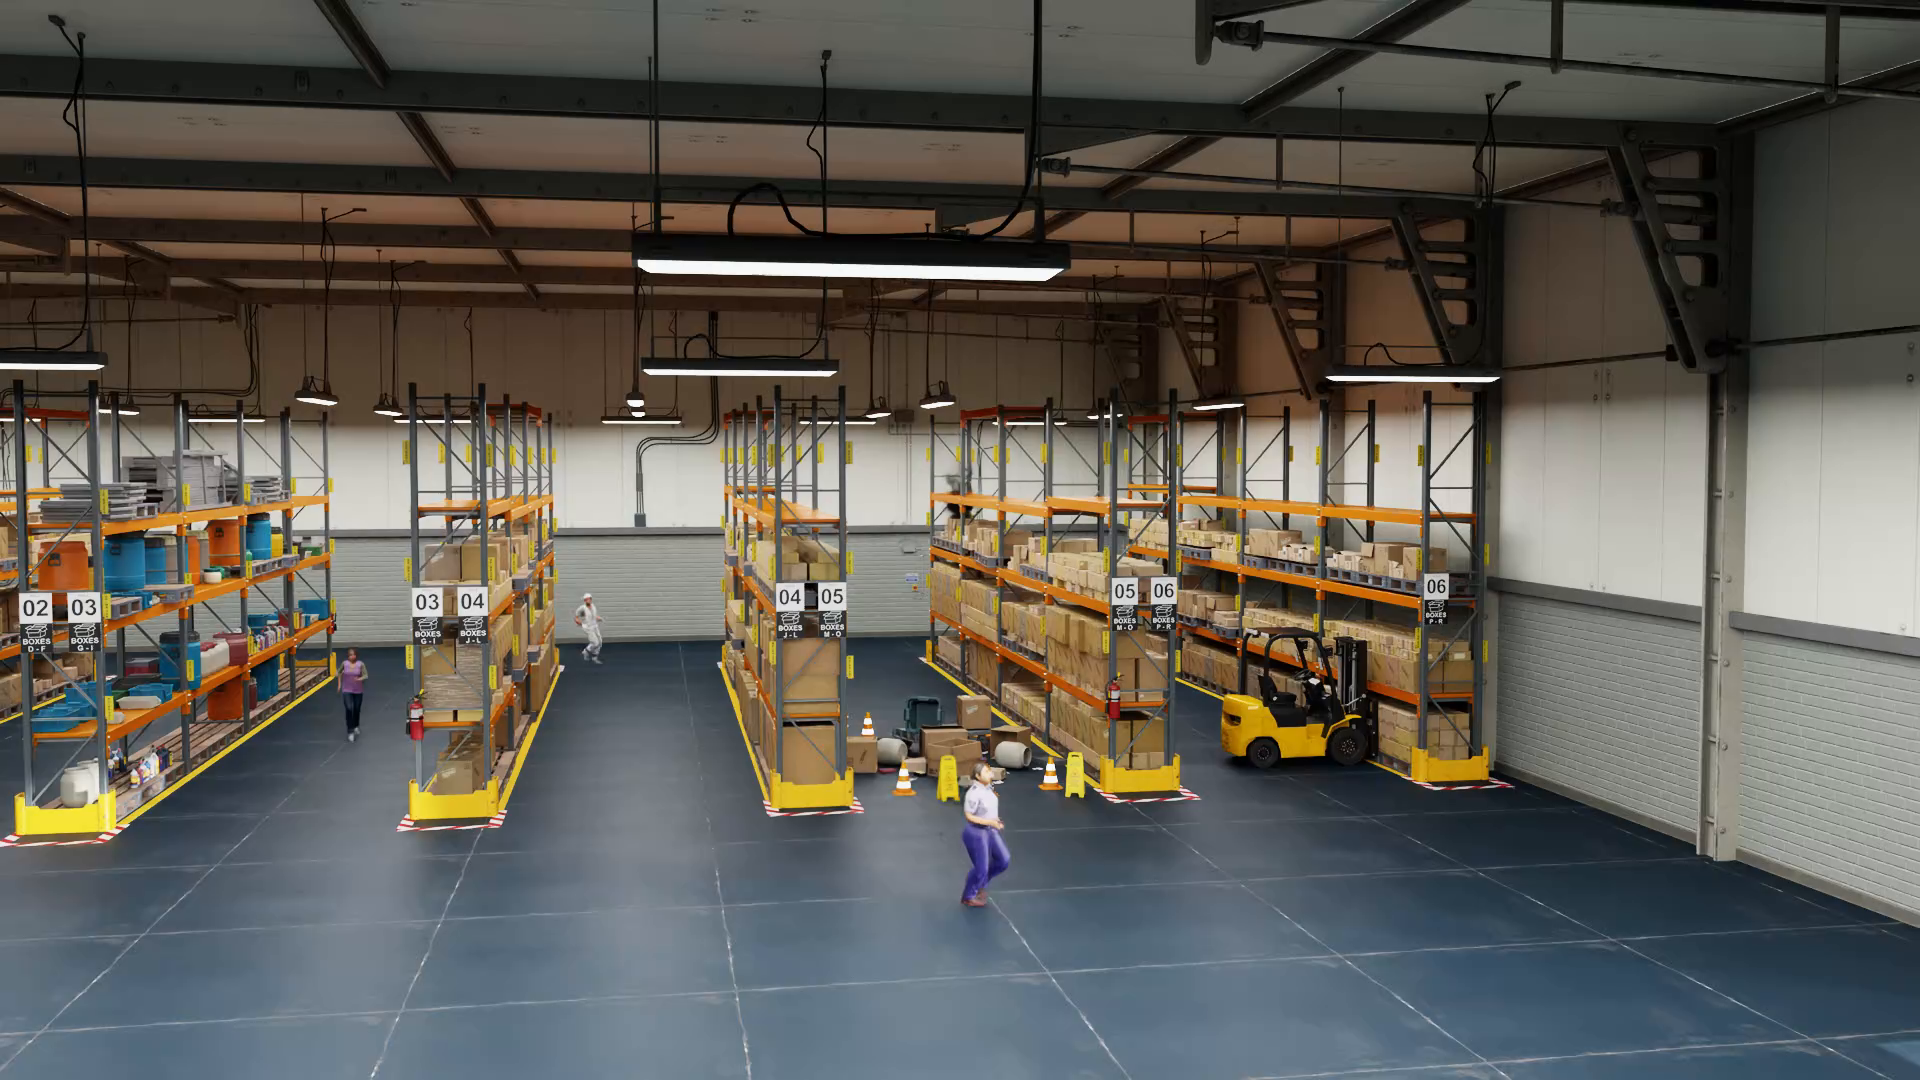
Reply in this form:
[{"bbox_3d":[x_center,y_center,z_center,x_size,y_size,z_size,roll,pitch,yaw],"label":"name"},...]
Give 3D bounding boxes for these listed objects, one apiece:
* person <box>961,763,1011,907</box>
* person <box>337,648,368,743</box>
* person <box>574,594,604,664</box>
[{"bbox_3d":[0.281,3.257,18.386,0.575,1.604,0.579,2,3,28],"label":"person"},{"bbox_3d":[-10.702,2.713,29.254,0.458,1.643,0.801,-1,3,-23],"label":"person"},{"bbox_3d":[-8.853,2.131,39.852,0.562,1.709,0.660,2,3,29],"label":"person"}]
